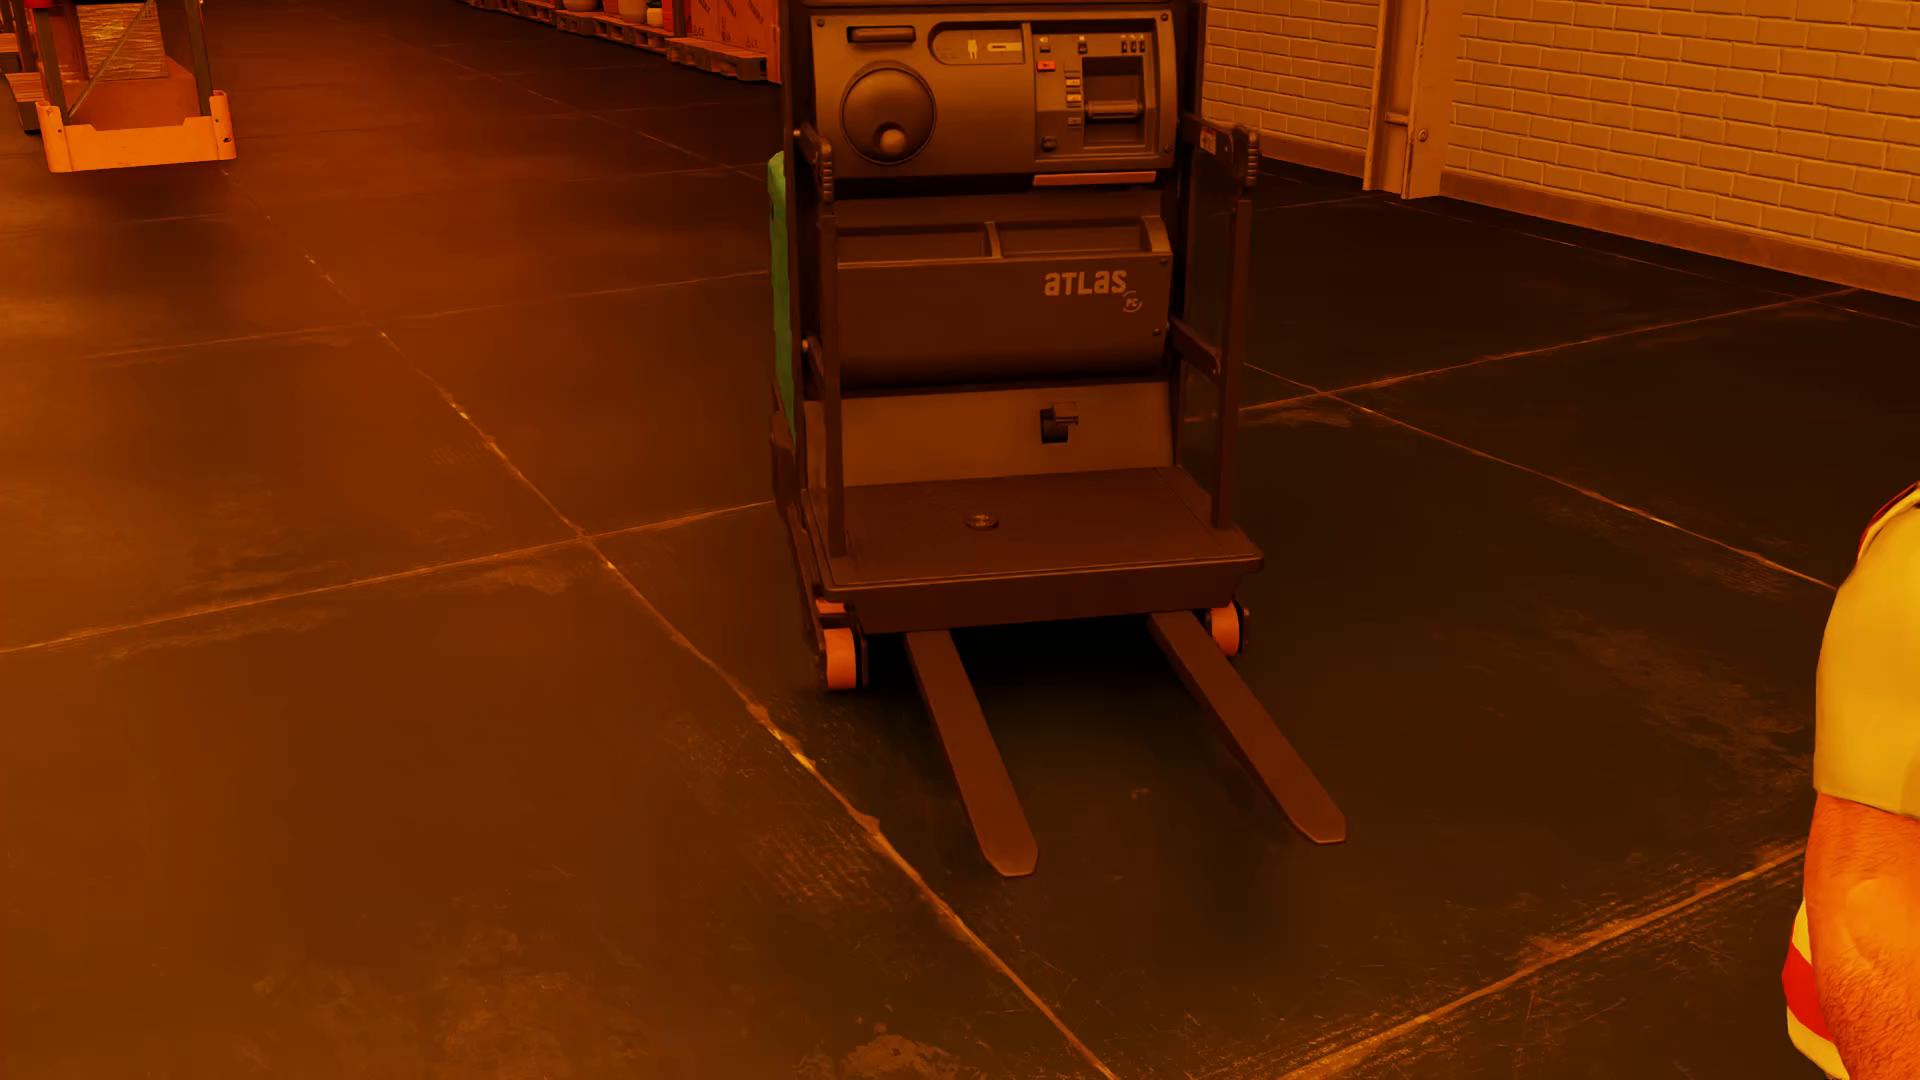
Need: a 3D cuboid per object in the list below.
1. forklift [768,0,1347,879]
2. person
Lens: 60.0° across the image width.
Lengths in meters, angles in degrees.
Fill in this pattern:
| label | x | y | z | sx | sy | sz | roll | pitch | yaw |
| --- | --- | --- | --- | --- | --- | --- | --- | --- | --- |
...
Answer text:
| label | x | y | z | sx | sy | sz | roll | pitch | yaw |
| --- | --- | --- | --- | --- | --- | --- | --- | --- | --- |
| forklift | 0.134 | -1.122 | 4.007 | 1.130 | 2.935 | 3.031 | -4 | 23 | -10 |
| person | 1.039 | 0.530 | 1.542 | 0.630 | 1.814 | 0.506 | -16 | 27 | -33 |
